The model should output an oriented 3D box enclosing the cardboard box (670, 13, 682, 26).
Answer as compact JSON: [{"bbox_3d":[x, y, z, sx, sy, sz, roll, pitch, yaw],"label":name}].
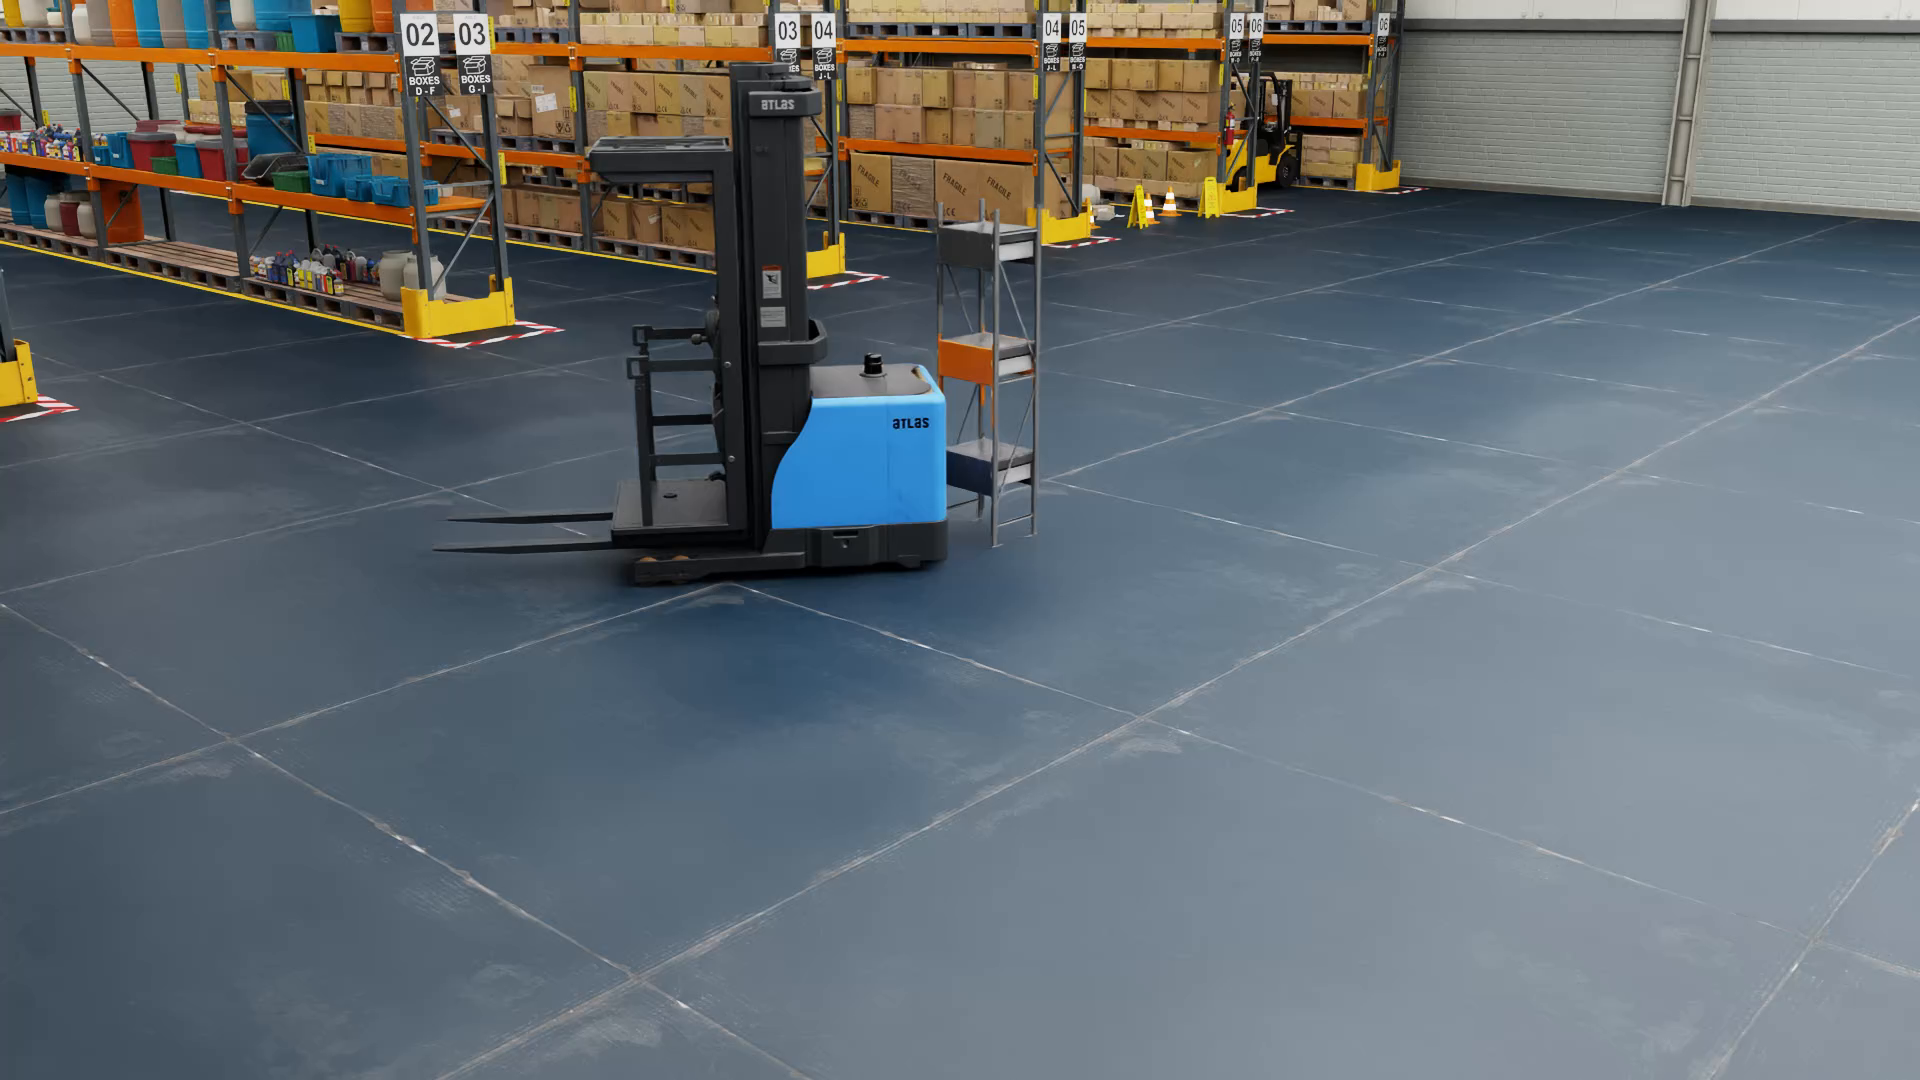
[{"bbox_3d":[-3.478,-6.644,21.219,0.250,0.149,0.380,14,22,37],"label":"cardboard box"}]

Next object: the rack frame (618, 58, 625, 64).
[{"bbox_3d":[-7.310,-10.237,37.910,0.127,3.000,1.000,15,23,39],"label":"rack frame"}]

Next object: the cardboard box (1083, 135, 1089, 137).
[{"bbox_3d":[2.917,-8.565,35.873,0.625,0.625,0.875,16,24,41],"label":"cardboard box"}]

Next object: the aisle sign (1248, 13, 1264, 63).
[{"bbox_3d":[4.909,-8.322,27.576,0.004,0.787,0.394,15,23,39],"label":"aisle sign"}]

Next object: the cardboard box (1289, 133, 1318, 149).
[{"bbox_3d":[6.628,-7.737,32.230,0.500,0.250,0.500,15,23,40],"label":"cardboard box"}]

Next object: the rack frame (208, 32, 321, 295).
[{"bbox_3d":[-8.200,-4.465,19.722,0.127,3.000,1.000,15,23,39],"label":"rack frame"}]

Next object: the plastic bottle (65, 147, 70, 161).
[{"bbox_3d":[-12.025,-5.232,22.467,0.097,0.201,0.097,0,18,0],"label":"plastic bottle"}]

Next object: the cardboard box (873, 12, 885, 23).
[{"bbox_3d":[-1.118,-7.993,25.437,0.250,0.149,0.380,15,23,39],"label":"cardboard box"}]

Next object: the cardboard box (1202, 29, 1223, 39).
[{"bbox_3d":[4.205,-8.343,27.398,0.250,0.149,0.380,15,23,39],"label":"cardboard box"}]

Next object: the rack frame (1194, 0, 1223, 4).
[{"bbox_3d":[4.957,-11.811,32.952,0.127,3.000,1.000,15,23,39],"label":"rack frame"}]

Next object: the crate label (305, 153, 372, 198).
[{"bbox_3d":[-6.765,-3.987,18.158,0.616,0.435,0.502,15,23,39],"label":"crate label"}]

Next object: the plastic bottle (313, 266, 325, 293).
[{"bbox_3d":[-7.147,-2.928,18.653,0.135,0.276,0.152,14,22,38],"label":"plastic bottle"}]

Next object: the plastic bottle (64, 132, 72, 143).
[{"bbox_3d":[-12.819,-5.724,23.902,0.097,0.271,0.097,0,18,0],"label":"plastic bottle"}]

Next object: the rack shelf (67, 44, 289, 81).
[{"bbox_3d":[-9.696,-5.954,20.643,4.000,0.370,1.077,15,23,39],"label":"rack shelf"}]

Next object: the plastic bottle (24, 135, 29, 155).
[{"bbox_3d":[-13.083,-5.549,23.352,0.097,0.271,0.097,0,18,0],"label":"plastic bottle"}]

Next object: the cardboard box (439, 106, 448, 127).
[{"bbox_3d":[-8.087,-6.596,26.270,0.500,0.500,0.500,16,24,41],"label":"cardboard box"}]

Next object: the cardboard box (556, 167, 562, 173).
[{"bbox_3d":[-7.786,-7.334,32.782,0.250,0.149,0.380,16,24,41],"label":"cardboard box"}]

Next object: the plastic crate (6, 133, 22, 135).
[{"bbox_3d":[-14.437,-6.100,25.211,0.243,0.136,0.396,15,23,39],"label":"plastic crate"}]

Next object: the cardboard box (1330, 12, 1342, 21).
[{"bbox_3d":[7.128,-9.804,31.142,0.250,0.149,0.380,14,22,38],"label":"cardboard box"}]

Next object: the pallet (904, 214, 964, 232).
[{"bbox_3d":[-0.111,-4.943,25.839,1.213,0.211,1.003,15,23,39],"label":"pallet"}]

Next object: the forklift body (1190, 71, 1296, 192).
[{"bbox_3d":[5.320,-7.712,31.356,1.214,2.155,2.313,15,23,39],"label":"forklift body"}]

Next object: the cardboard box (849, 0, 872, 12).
[{"bbox_3d":[-1.365,-8.274,25.662,0.500,0.250,0.500,15,23,40],"label":"cardboard box"}]

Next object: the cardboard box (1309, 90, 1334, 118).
[{"bbox_3d":[7.025,-8.342,31.772,0.500,0.500,0.500,16,24,41],"label":"cardboard box"}]

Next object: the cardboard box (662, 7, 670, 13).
[{"bbox_3d":[-5.132,-9.025,28.967,0.500,0.500,0.500,15,23,39],"label":"cardboard box"}]

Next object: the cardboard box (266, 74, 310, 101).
[{"bbox_3d":[-11.417,-7.652,28.279,0.500,0.500,0.500,16,24,41],"label":"cardboard box"}]

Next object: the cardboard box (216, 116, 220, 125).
[{"bbox_3d":[-13.072,-7.524,29.775,0.250,0.149,0.380,14,23,38],"label":"cardboard box"}]

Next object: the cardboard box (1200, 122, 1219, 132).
[{"bbox_3d":[4.235,-6.932,27.910,0.250,0.149,0.380,16,24,41],"label":"cardboard box"}]

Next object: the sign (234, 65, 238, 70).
[{"bbox_3d":[-13.517,-8.780,31.013,0.005,0.325,0.100,15,23,39],"label":"sign"}]

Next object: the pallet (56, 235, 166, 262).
[{"bbox_3d":[-11.809,-4.088,23.144,1.213,0.211,1.003,15,23,39],"label":"pallet"}]

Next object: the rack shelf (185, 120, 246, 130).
[{"bbox_3d":[-12.392,-7.251,29.689,4.000,0.370,1.077,15,23,39],"label":"rack shelf"}]

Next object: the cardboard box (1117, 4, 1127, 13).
[{"bbox_3d":[2.902,-9.087,28.425,0.250,0.149,0.380,16,23,40],"label":"cardboard box"}]

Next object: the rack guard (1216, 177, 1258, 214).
[{"bbox_3d":[4.600,-5.849,28.214,0.348,0.500,1.175,15,23,39],"label":"rack guard"}]

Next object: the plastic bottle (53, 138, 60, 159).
[{"bbox_3d":[-12.316,-5.343,22.703,0.097,0.271,0.097,0,18,0],"label":"plastic bottle"}]

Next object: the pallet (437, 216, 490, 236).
[{"bbox_3d":[-7.321,-4.903,25.710,1.213,0.211,1.003,15,23,39],"label":"pallet"}]

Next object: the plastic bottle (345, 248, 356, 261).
[{"bbox_3d":[-7.142,-3.245,19.529,0.185,0.351,0.144,15,23,39],"label":"plastic bottle"}]

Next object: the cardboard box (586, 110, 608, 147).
[{"bbox_3d":[-4.617,-5.671,22.865,0.500,0.500,0.875,15,23,39],"label":"cardboard box"}]

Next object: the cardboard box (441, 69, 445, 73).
[{"bbox_3d":[-10.361,-9.613,33.633,0.500,0.500,0.500,15,23,39],"label":"cardboard box"}]

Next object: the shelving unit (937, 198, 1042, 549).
[{"bbox_3d":[0.177,-1.041,10.422,0.431,2.100,0.503,-17,24,-42],"label":"shelving unit"}]

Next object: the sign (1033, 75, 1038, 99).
[{"bbox_3d":[1.076,-6.429,23.606,0.005,0.325,0.100,15,23,39],"label":"sign"}]

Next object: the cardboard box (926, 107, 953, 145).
[{"bbox_3d":[-0.046,-6.364,25.457,0.500,0.550,0.875,15,23,39],"label":"cardboard box"}]

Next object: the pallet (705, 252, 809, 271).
[{"bbox_3d":[-2.562,-3.640,21.732,1.213,0.211,1.003,15,23,39],"label":"pallet"}]

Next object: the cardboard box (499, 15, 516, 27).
[{"bbox_3d":[-6.381,-7.458,23.886,0.250,0.166,0.380,14,22,38],"label":"cardboard box"}]

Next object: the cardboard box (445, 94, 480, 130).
[{"bbox_3d":[-7.474,-6.537,25.392,0.500,0.500,0.500,12,21,33],"label":"cardboard box"}]

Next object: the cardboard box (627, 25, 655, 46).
[{"bbox_3d":[-3.982,-6.588,21.702,0.500,0.250,0.500,14,22,37],"label":"cardboard box"}]

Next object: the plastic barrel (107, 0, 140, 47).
[{"bbox_3d":[-10.233,-6.557,20.646,0.708,0.830,0.600,15,23,39],"label":"plastic barrel"}]

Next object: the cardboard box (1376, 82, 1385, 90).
[{"bbox_3d":[7.867,-8.632,31.615,0.250,0.149,0.380,14,23,38],"label":"cardboard box"}]

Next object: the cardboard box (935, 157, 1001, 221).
[{"bbox_3d":[0.236,-5.369,25.390,0.875,0.875,0.875,15,23,38],"label":"cardboard box"}]

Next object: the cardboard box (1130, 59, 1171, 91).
[{"bbox_3d":[3.307,-7.926,28.319,0.500,0.500,0.700,15,23,39],"label":"cardboard box"}]

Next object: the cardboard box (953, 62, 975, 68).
[{"bbox_3d":[0.084,-9.065,31.793,0.250,0.149,0.380,14,22,37],"label":"cardboard box"}]

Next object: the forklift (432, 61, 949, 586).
[{"bbox_3d":[-1.632,-1.298,9.857,3.031,2.935,1.130,-3,18,-8],"label":"forklift"}]

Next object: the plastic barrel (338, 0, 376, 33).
[{"bbox_3d":[-6.145,-5.582,17.277,0.600,0.588,0.600,0,18,0],"label":"plastic barrel"}]

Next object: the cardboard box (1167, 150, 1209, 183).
[{"bbox_3d":[3.885,-6.374,28.348,0.500,0.500,0.500,15,23,40],"label":"cardboard box"}]
